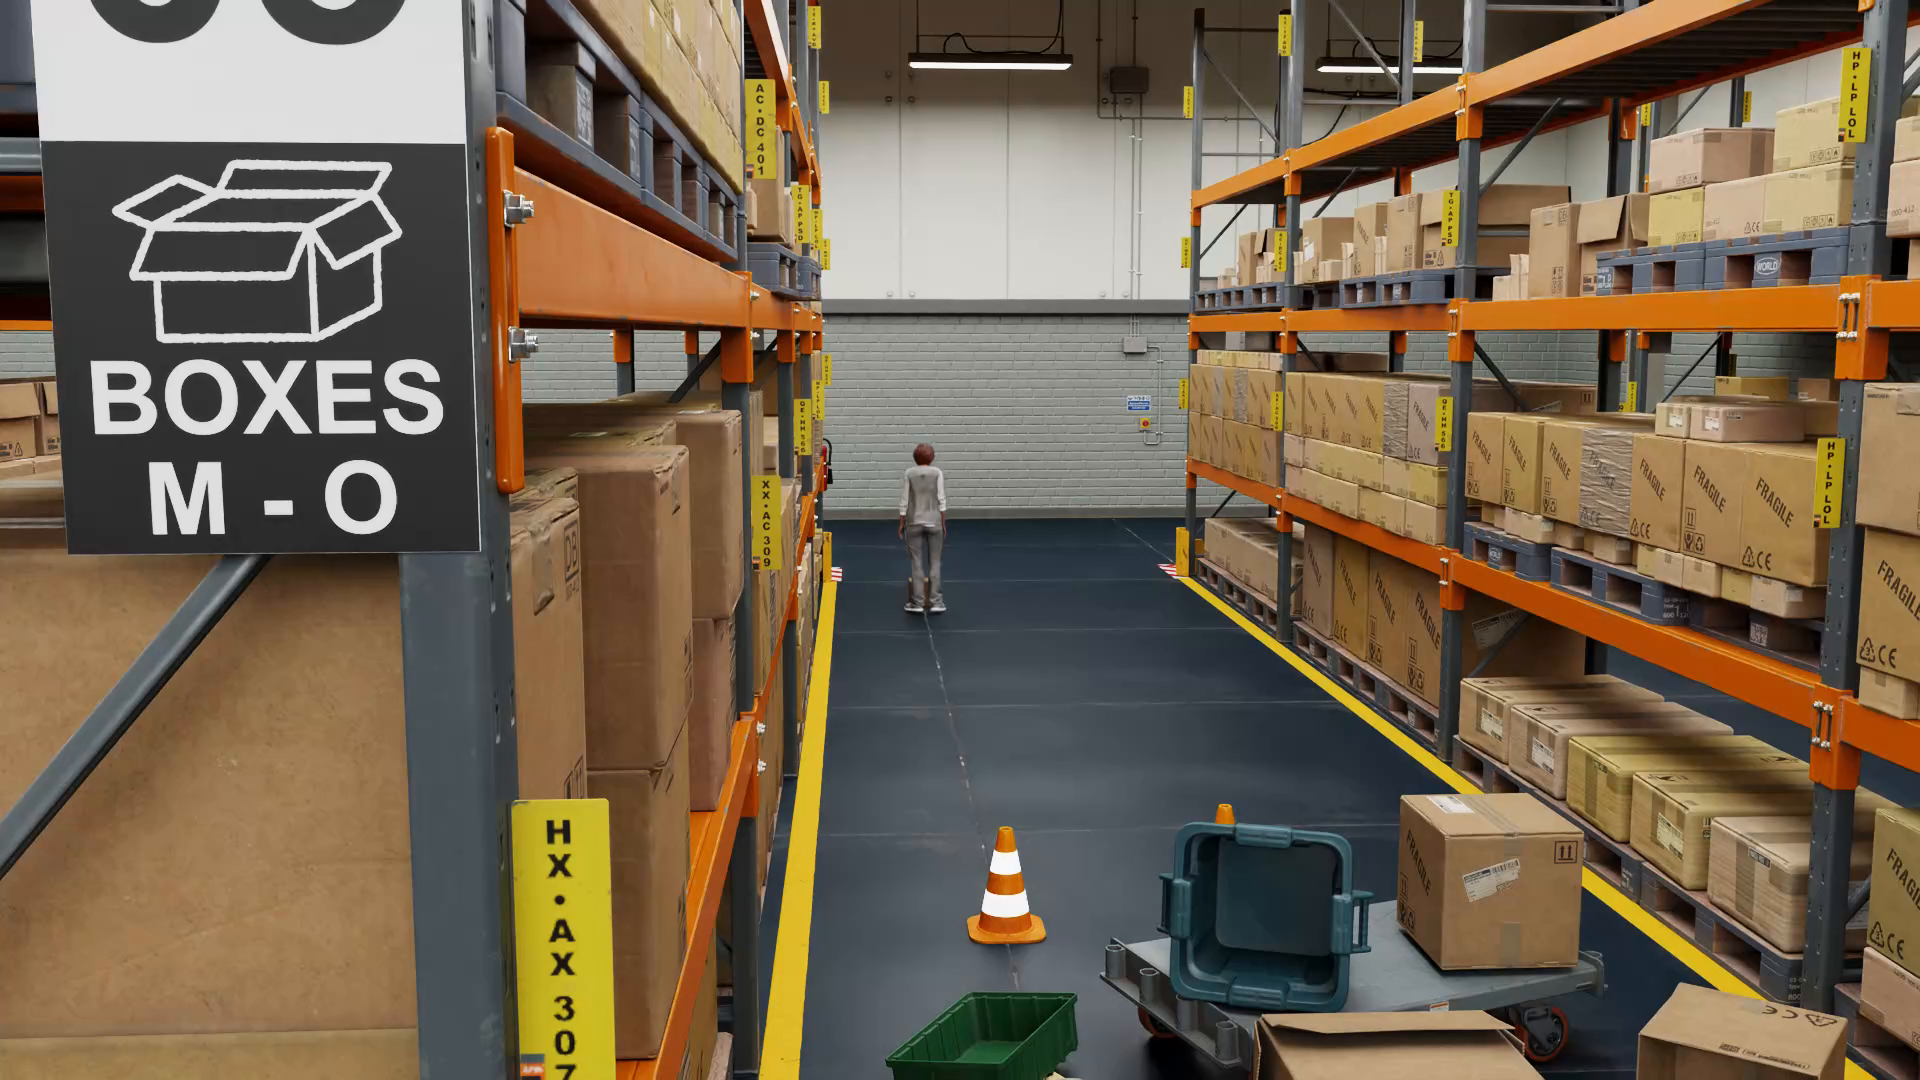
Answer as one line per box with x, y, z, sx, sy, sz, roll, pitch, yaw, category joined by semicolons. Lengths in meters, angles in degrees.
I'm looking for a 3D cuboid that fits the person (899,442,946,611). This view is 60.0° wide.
-0.351;-0.113;15.622;0.445;1.599;0.316;0;7;-3;person
